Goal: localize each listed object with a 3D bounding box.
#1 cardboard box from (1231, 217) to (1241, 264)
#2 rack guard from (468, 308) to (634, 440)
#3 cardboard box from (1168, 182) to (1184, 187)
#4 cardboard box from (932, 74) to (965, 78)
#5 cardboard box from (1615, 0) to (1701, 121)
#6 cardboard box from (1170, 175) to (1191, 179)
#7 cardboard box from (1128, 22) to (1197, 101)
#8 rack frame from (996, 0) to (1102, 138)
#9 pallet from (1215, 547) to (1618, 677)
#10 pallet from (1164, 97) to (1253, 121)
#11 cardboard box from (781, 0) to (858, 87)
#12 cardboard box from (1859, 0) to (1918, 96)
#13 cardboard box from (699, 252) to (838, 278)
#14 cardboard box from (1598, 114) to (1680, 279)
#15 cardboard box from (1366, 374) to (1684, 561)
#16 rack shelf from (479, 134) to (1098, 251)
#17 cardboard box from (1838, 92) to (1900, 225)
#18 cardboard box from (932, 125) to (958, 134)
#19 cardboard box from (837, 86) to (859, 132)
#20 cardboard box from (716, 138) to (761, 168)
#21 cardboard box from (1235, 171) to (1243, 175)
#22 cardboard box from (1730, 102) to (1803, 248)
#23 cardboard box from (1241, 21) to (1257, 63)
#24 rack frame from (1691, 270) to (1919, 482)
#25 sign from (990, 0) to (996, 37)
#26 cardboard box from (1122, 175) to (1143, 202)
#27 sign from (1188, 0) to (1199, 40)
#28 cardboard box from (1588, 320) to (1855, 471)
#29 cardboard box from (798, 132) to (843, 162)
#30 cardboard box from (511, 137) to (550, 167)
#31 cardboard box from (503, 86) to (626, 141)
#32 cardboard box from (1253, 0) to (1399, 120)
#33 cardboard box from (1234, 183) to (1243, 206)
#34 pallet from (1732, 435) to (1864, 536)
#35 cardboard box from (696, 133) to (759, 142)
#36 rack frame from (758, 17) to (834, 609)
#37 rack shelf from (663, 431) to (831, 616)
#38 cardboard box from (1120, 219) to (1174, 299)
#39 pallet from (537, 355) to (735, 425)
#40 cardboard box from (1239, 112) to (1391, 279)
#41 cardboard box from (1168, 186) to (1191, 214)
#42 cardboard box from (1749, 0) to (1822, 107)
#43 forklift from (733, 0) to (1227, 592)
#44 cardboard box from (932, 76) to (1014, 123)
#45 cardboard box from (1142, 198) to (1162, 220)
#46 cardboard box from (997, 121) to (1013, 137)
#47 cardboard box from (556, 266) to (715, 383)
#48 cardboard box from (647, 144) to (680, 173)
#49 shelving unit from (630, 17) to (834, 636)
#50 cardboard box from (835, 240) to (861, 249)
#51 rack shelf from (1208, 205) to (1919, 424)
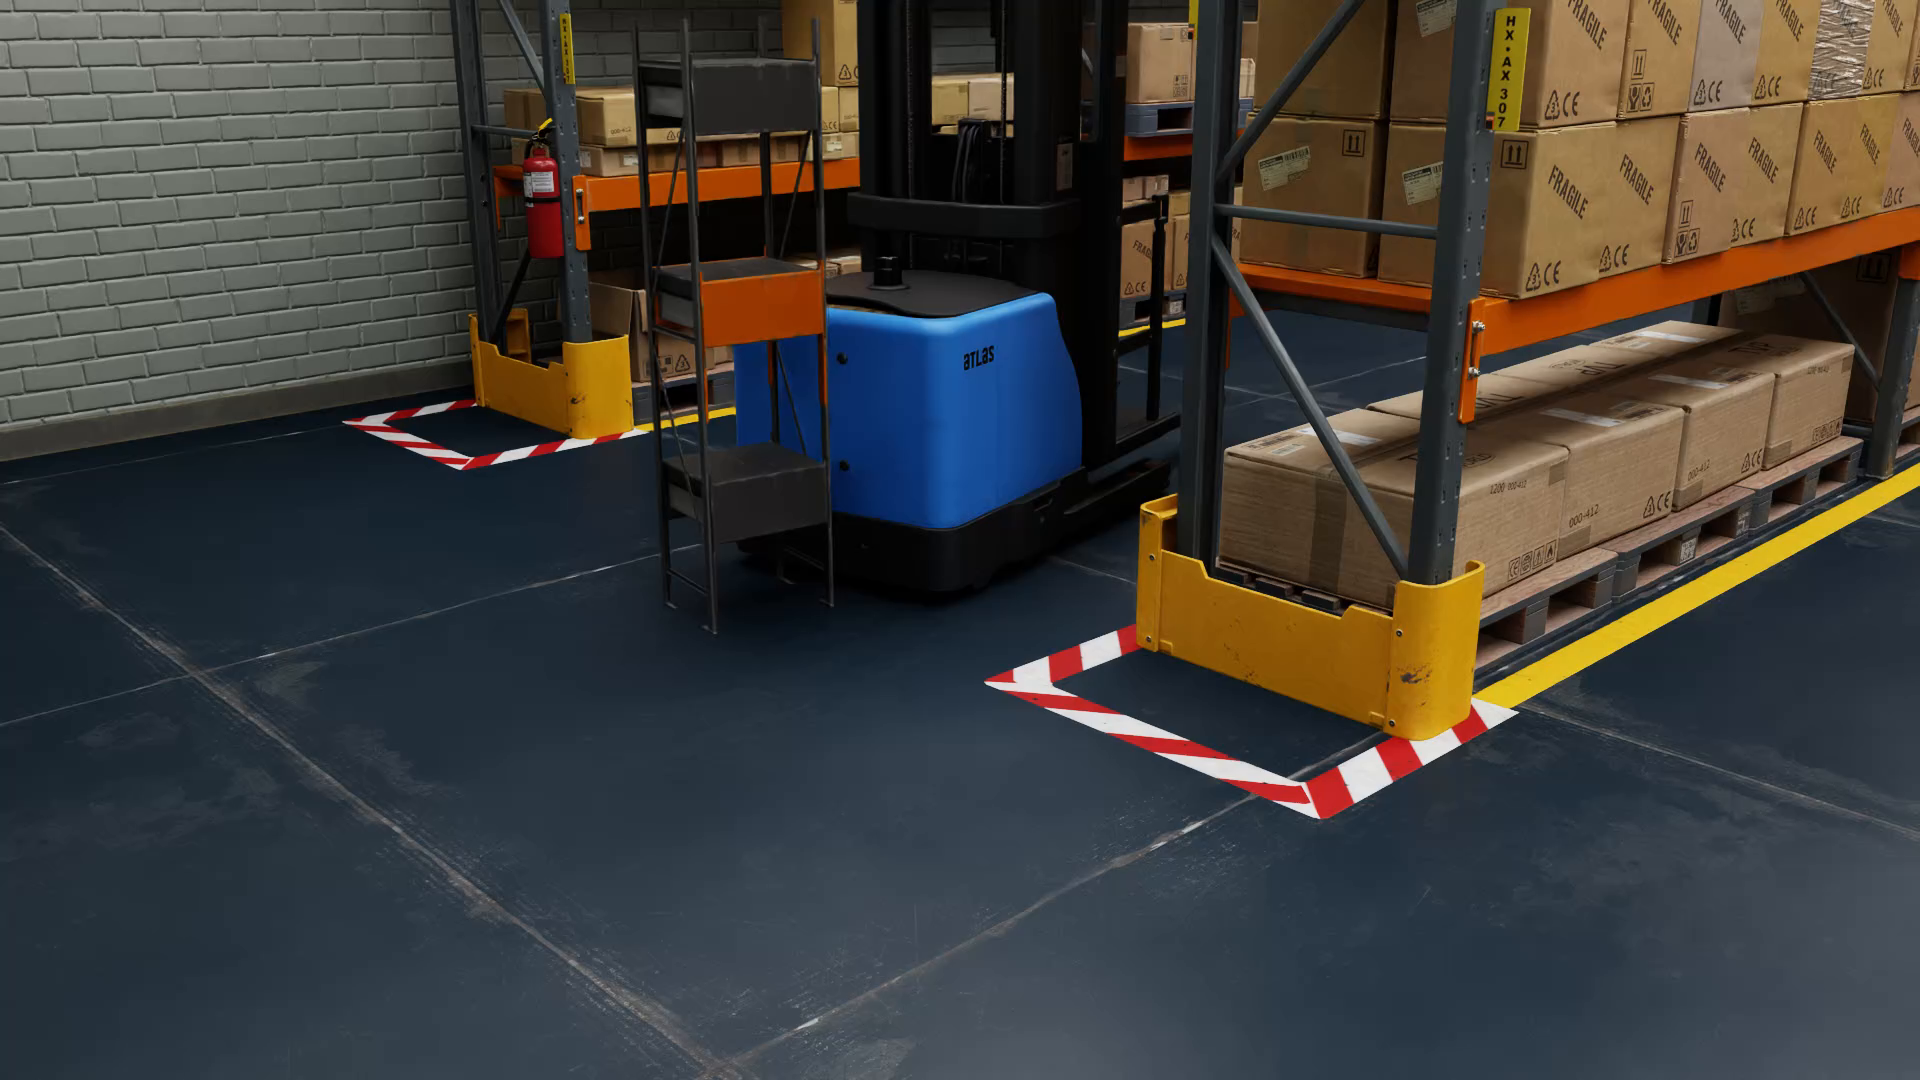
[{"bbox_3d":[1.882,-2.217,12.332,0.500,0.500,0.500,17,25,42],"label":"cardboard box"},{"bbox_3d":[-2.222,-0.914,8.993,0.348,0.500,1.175,-16,24,-41],"label":"rack guard"},{"bbox_3d":[1.462,-2.613,12.502,0.250,0.149,0.380,-15,23,-39],"label":"cardboard box"},{"bbox_3d":[-0.275,-2.853,10.680,0.500,0.250,0.500,-17,24,-41],"label":"cardboard box"},{"bbox_3d":[2.051,-1.648,5.420,0.500,0.500,0.500,-17,25,-42],"label":"cardboard box"},{"bbox_3d":[1.815,-2.727,12.853,0.380,0.149,0.250,17,24,42],"label":"cardboard box"},{"bbox_3d":[1.511,-3.344,11.592,0.500,0.500,0.700,-16,24,-40],"label":"cardboard box"},{"bbox_3d":[0.630,-2.935,11.172,0.127,3.000,1.000,-16,24,-41],"label":"rack frame"},{"bbox_3d":[1.663,0.164,6.137,1.213,0.211,1.003,-16,24,-41],"label":"pallet"},{"bbox_3d":[2.126,-3.278,12.542,1.213,0.211,1.003,-16,24,-41],"label":"pallet"},{"bbox_3d":[-0.672,-2.868,9.511,0.500,0.500,0.500,-15,24,-39],"label":"cardboard box"},{"bbox_3d":[3.515,-2.079,6.749,0.500,0.500,0.500,-17,24,-42],"label":"cardboard box"},{"bbox_3d":[-1.119,-1.379,9.745,0.500,0.500,0.700,-15,23,-39],"label":"cardboard box"},{"bbox_3d":[2.031,-1.174,5.580,0.500,0.500,0.500,-17,24,-42],"label":"cardboard box"},{"bbox_3d":[2.206,-0.315,6.565,0.875,0.438,0.875,-15,24,-39],"label":"cardboard box"},{"bbox_3d":[-0.824,-2.169,9.976,4.000,0.370,1.077,-16,24,-41],"label":"rack shelf"},{"bbox_3d":[3.511,-1.605,6.909,0.500,0.500,0.500,-17,25,-42],"label":"cardboard box"},{"bbox_3d":[-0.150,-2.461,10.117,0.250,0.149,0.380,-17,24,-42],"label":"cardboard box"},{"bbox_3d":[-0.673,-2.521,9.658,0.500,0.250,0.500,-17,25,-42],"label":"cardboard box"},{"bbox_3d":[-1.304,-2.143,9.139,0.250,0.149,0.380,-15,23,-39],"label":"cardboard box"},{"bbox_3d":[2.188,-2.837,13.191,0.250,0.149,0.380,-17,24,-42],"label":"cardboard box"},{"bbox_3d":[2.765,-1.387,6.238,0.500,0.500,0.500,-15,23,-39],"label":"cardboard box"},{"bbox_3d":[2.081,-3.510,12.105,0.500,0.500,0.700,-16,24,-41],"label":"cardboard box"},{"bbox_3d":[4.043,-1.823,7.744,0.127,3.000,1.000,-16,24,-41],"label":"rack frame"},{"bbox_3d":[0.246,-3.609,11.375,0.005,0.325,0.100,-16,24,-41],"label":"sign"},{"bbox_3d":[1.032,-2.425,11.440,0.250,0.149,0.380,-17,24,-42],"label":"cardboard box"},{"bbox_3d":[0.774,-1.763,5.299,0.005,0.325,0.100,-16,24,-41],"label":"sign"},{"bbox_3d":[3.513,-0.695,7.738,0.875,0.438,0.875,-17,24,-42],"label":"cardboard box"},{"bbox_3d":[-0.879,-2.238,9.430,0.380,0.149,0.250,17,25,42],"label":"cardboard box"},{"bbox_3d":[-2.220,-2.098,8.999,0.250,0.149,0.380,-17,24,-41],"label":"cardboard box"},{"bbox_3d":[-2.125,-2.314,9.020,0.500,0.250,0.500,-15,23,-39],"label":"cardboard box"},{"bbox_3d":[1.323,-1.654,5.440,0.500,0.500,0.500,-15,23,-39],"label":"cardboard box"},{"bbox_3d":[1.979,-2.561,12.340,0.250,0.149,0.380,-15,23,-39],"label":"cardboard box"},{"bbox_3d":[3.436,-0.353,7.731,1.213,0.211,1.003,-16,24,-41],"label":"pallet"},{"bbox_3d":[-1.396,-2.300,8.975,0.500,0.250,0.500,-16,24,-40],"label":"cardboard box"},{"bbox_3d":[-0.592,-0.795,6.029,0.015,2.100,0.400,-12,22,-34],"label":"rack frame"},{"bbox_3d":[-0.791,-0.072,6.115,0.480,0.518,0.431,-12,22,-34],"label":"rack shelf"},{"bbox_3d":[1.136,-1.997,11.654,0.500,0.500,0.500,-15,23,-38],"label":"cardboard box"},{"bbox_3d":[-1.643,-0.946,9.560,1.213,0.211,1.003,-16,24,-41],"label":"pallet"},{"bbox_3d":[1.305,-1.185,5.613,0.500,0.500,0.500,-16,24,-41],"label":"cardboard box"},{"bbox_3d":[1.590,-2.464,12.042,0.250,0.149,0.380,-17,24,-42],"label":"cardboard box"},{"bbox_3d":[2.782,-1.864,6.088,0.500,0.500,0.500,-16,24,-41],"label":"cardboard box"},{"bbox_3d":[0.308,-1.603,7.178,1.130,2.935,3.031,11,21,30],"label":"forklift"},{"bbox_3d":[0.073,-2.733,10.311,0.500,0.250,0.500,-16,24,-41],"label":"cardboard box"},{"bbox_3d":[1.221,-2.346,11.678,0.250,0.149,0.380,-17,25,-42],"label":"cardboard box"},{"bbox_3d":[0.225,-2.570,10.456,0.250,0.149,0.380,-15,24,-39],"label":"cardboard box"},{"bbox_3d":[-1.767,-1.208,9.213,0.797,0.503,0.637,17,24,42],"label":"cardboard box"},{"bbox_3d":[-1.696,-2.040,8.820,0.250,0.149,0.380,-15,24,-39],"label":"cardboard box"},{"bbox_3d":[-0.790,-0.751,5.894,0.503,2.100,0.431,-12,22,-34],"label":"shelving unit"},{"bbox_3d":[-0.365,-1.599,10.423,0.700,0.500,0.500,17,24,42],"label":"cardboard box"},{"bbox_3d":[2.589,-1.057,6.548,4.000,0.370,1.077,-16,24,-41],"label":"rack shelf"}]
